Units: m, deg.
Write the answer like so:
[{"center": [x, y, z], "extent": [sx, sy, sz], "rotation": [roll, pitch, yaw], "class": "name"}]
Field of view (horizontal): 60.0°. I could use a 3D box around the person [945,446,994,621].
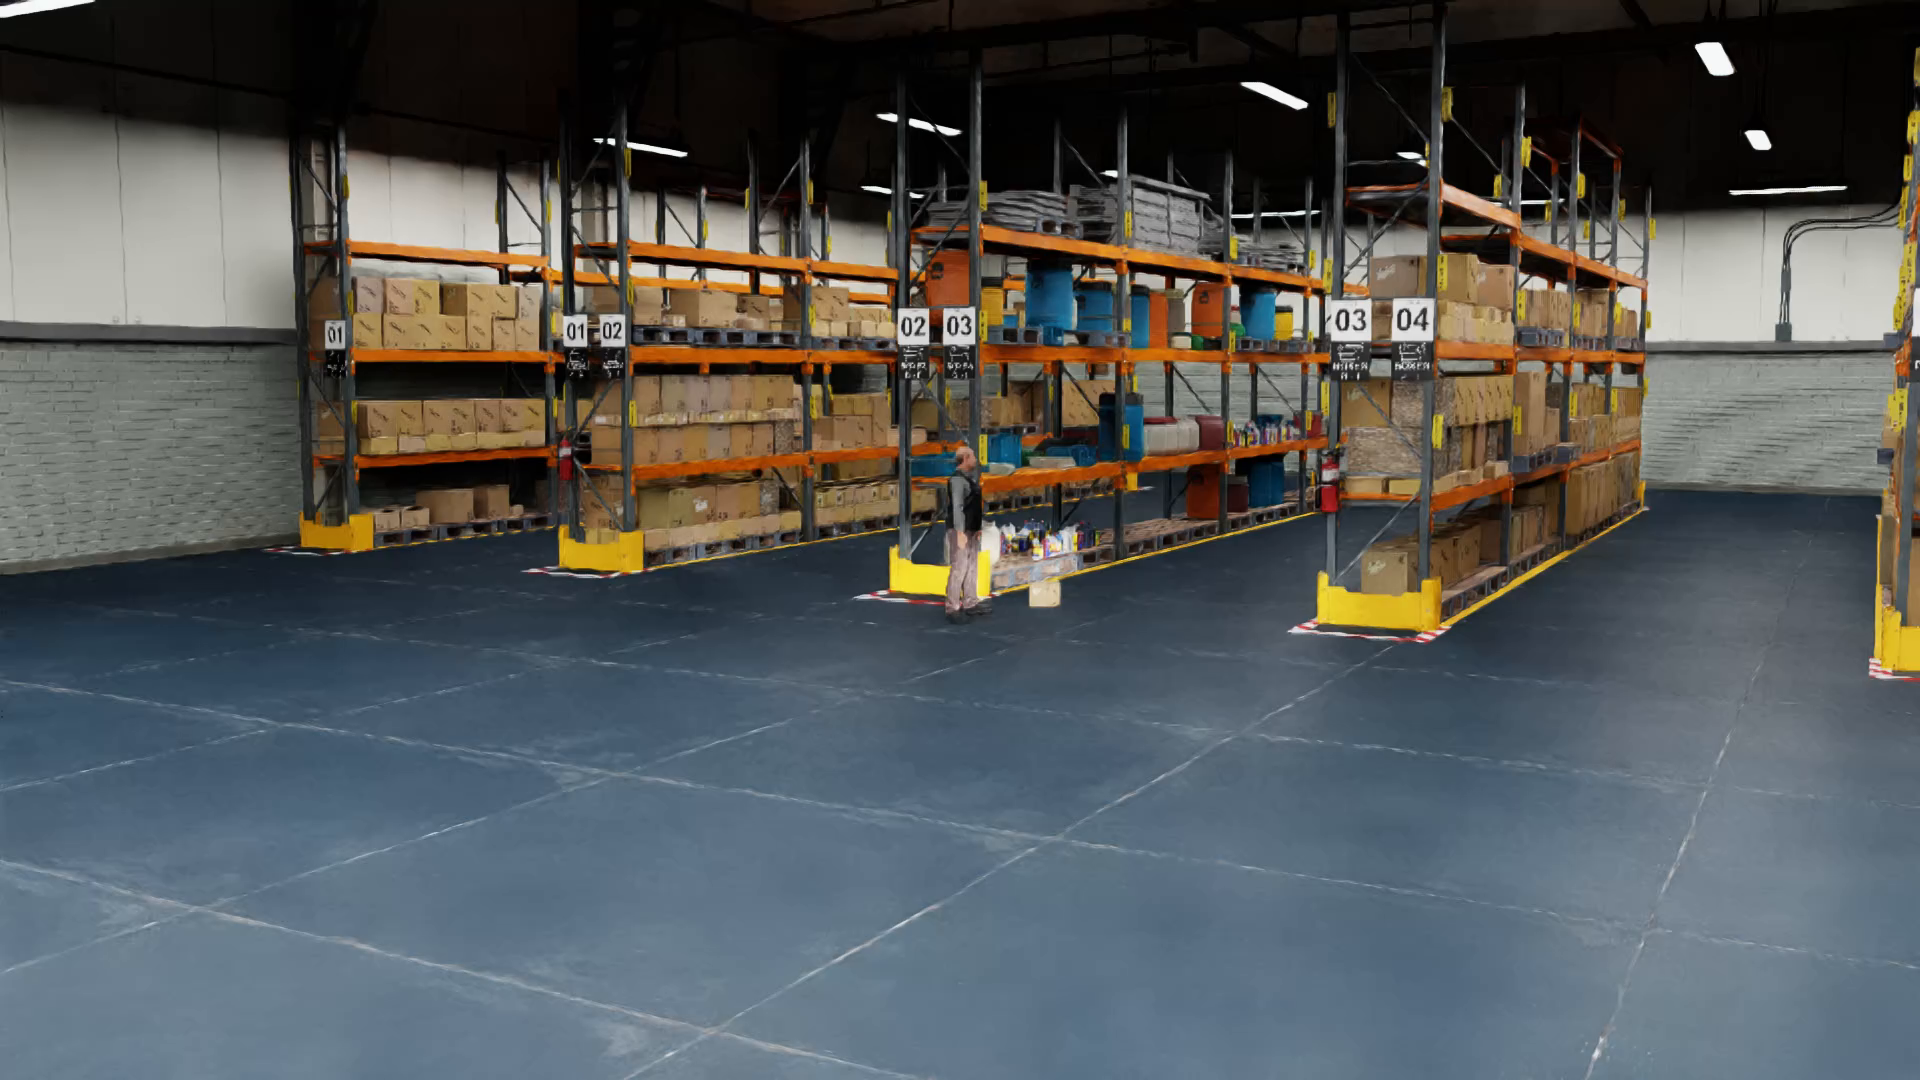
[{"center": [0.088, -0.033, 16.730], "extent": [0.470, 1.642, 0.588], "rotation": [1, 6, 10], "class": "person"}]
